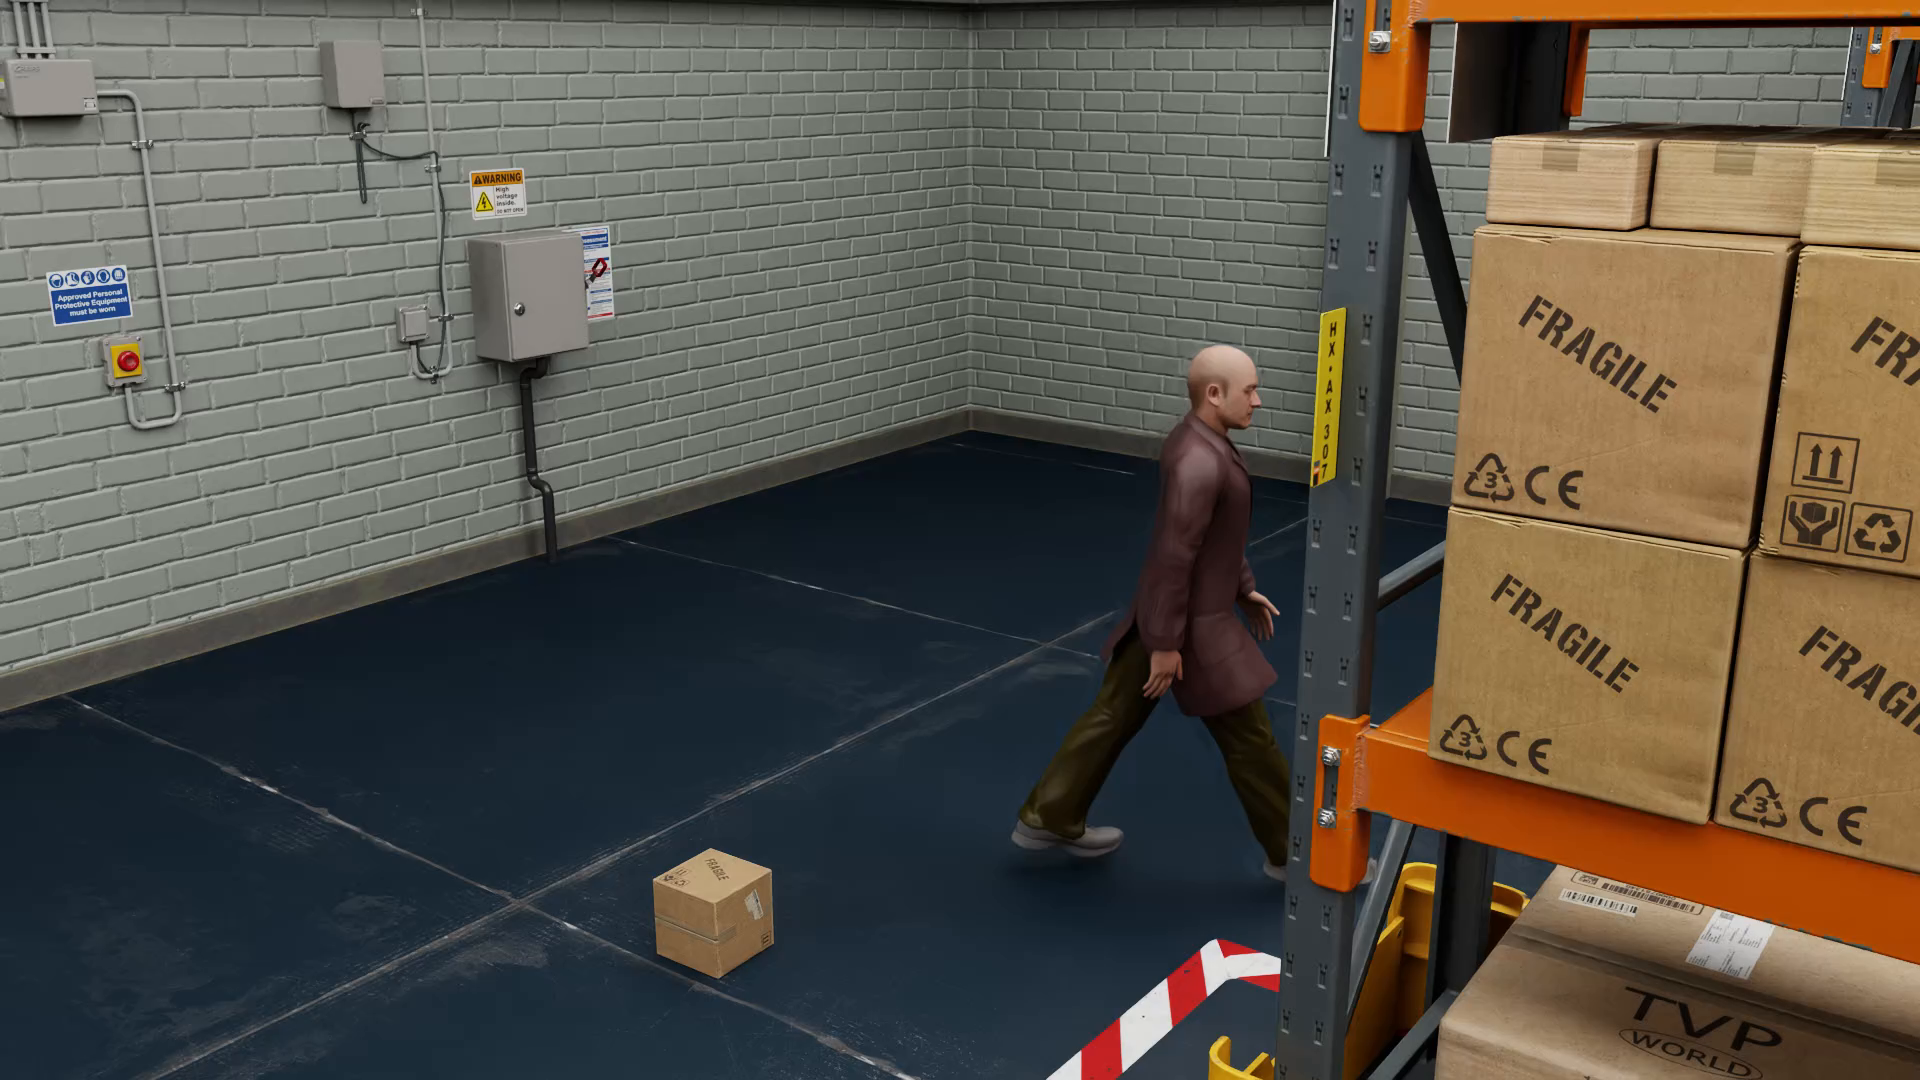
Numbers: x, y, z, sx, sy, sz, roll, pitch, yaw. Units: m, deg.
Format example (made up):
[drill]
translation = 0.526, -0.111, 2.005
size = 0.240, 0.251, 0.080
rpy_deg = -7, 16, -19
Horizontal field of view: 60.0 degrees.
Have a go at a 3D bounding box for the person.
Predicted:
[person]
translation = 0.756, 0.238, 5.200
size = 1.175, 1.703, 0.590
rpy_deg = -1, 16, -2
